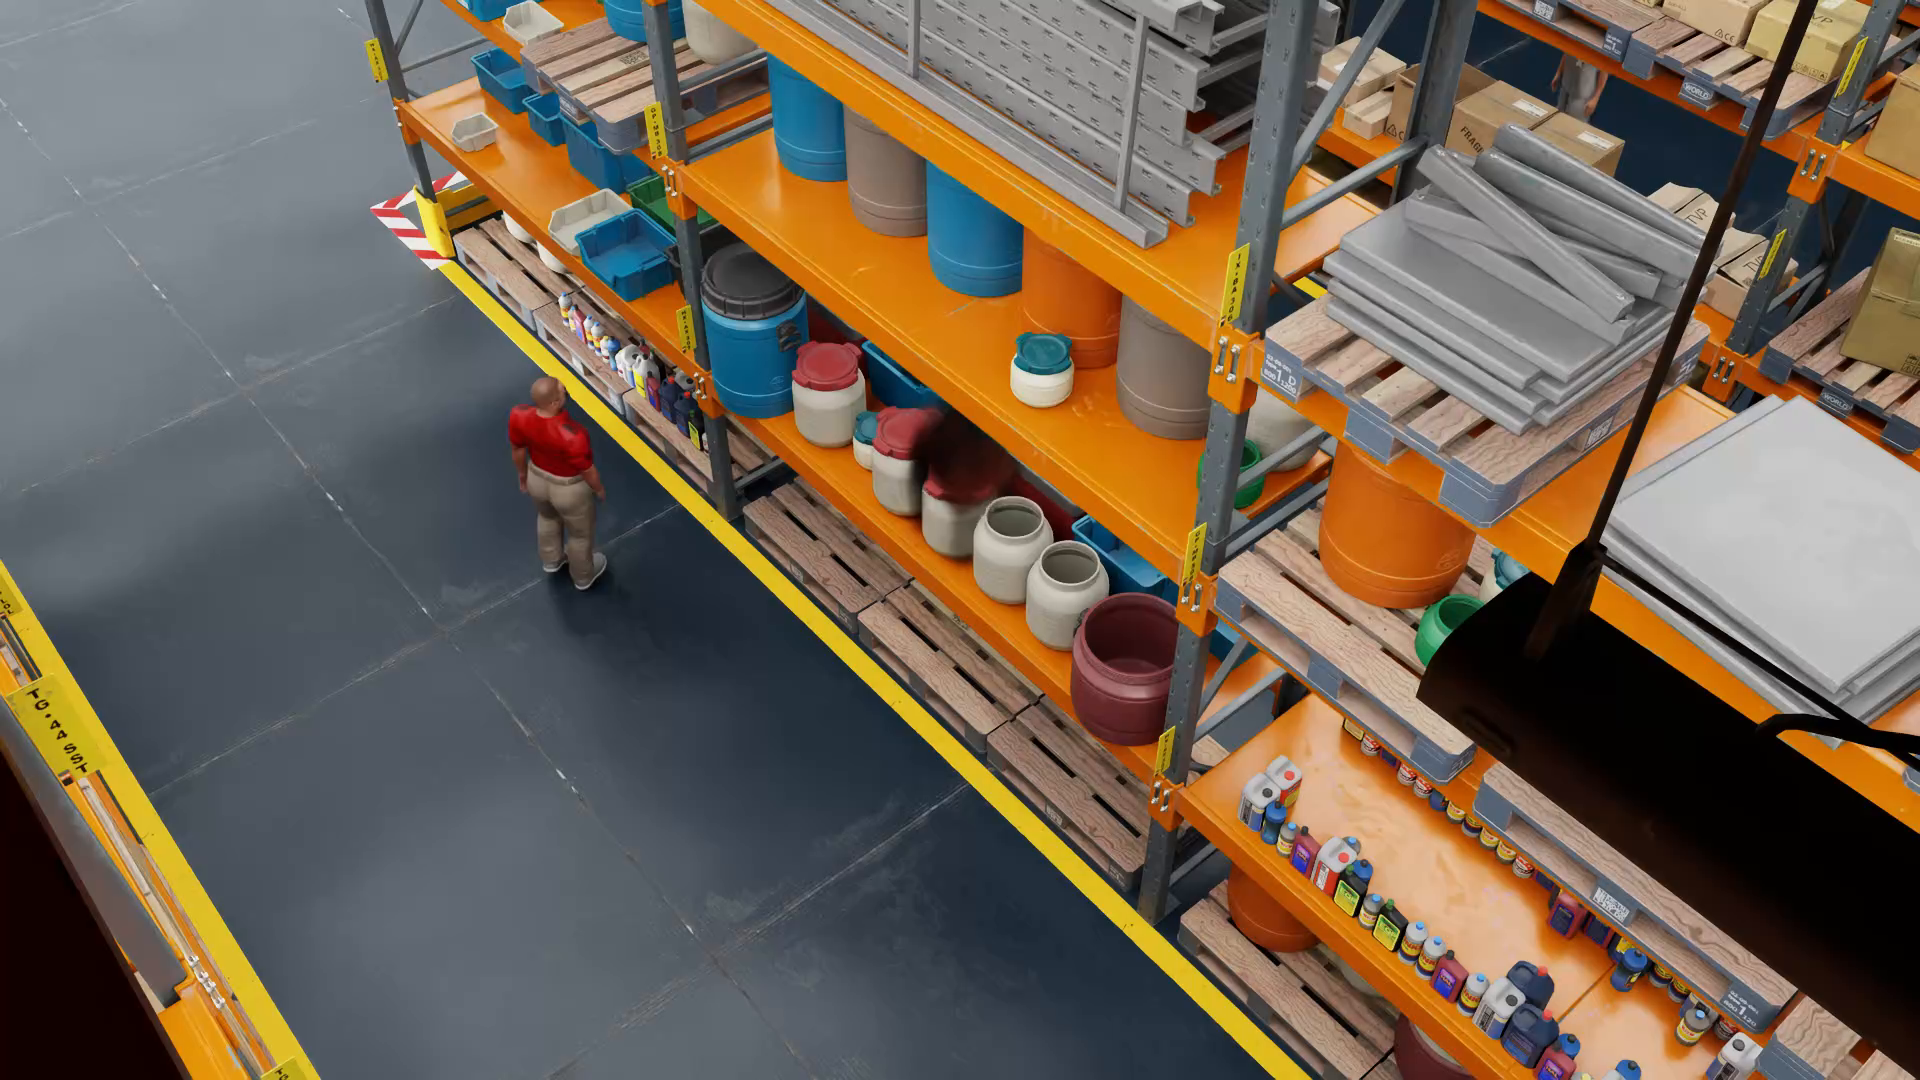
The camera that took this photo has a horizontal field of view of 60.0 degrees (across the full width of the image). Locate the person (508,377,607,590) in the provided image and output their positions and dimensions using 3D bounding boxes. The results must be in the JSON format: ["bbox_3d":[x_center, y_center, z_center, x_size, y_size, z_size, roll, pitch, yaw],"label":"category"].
[{"bbox_3d":[-2.422,-0.351,10.142,0.630,1.770,0.387,21,50,18],"label":"person"}]

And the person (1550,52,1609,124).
[{"bbox_3d":[4.888,-3.582,13.241,0.363,1.675,0.505,-6,47,-5],"label":"person"}]
